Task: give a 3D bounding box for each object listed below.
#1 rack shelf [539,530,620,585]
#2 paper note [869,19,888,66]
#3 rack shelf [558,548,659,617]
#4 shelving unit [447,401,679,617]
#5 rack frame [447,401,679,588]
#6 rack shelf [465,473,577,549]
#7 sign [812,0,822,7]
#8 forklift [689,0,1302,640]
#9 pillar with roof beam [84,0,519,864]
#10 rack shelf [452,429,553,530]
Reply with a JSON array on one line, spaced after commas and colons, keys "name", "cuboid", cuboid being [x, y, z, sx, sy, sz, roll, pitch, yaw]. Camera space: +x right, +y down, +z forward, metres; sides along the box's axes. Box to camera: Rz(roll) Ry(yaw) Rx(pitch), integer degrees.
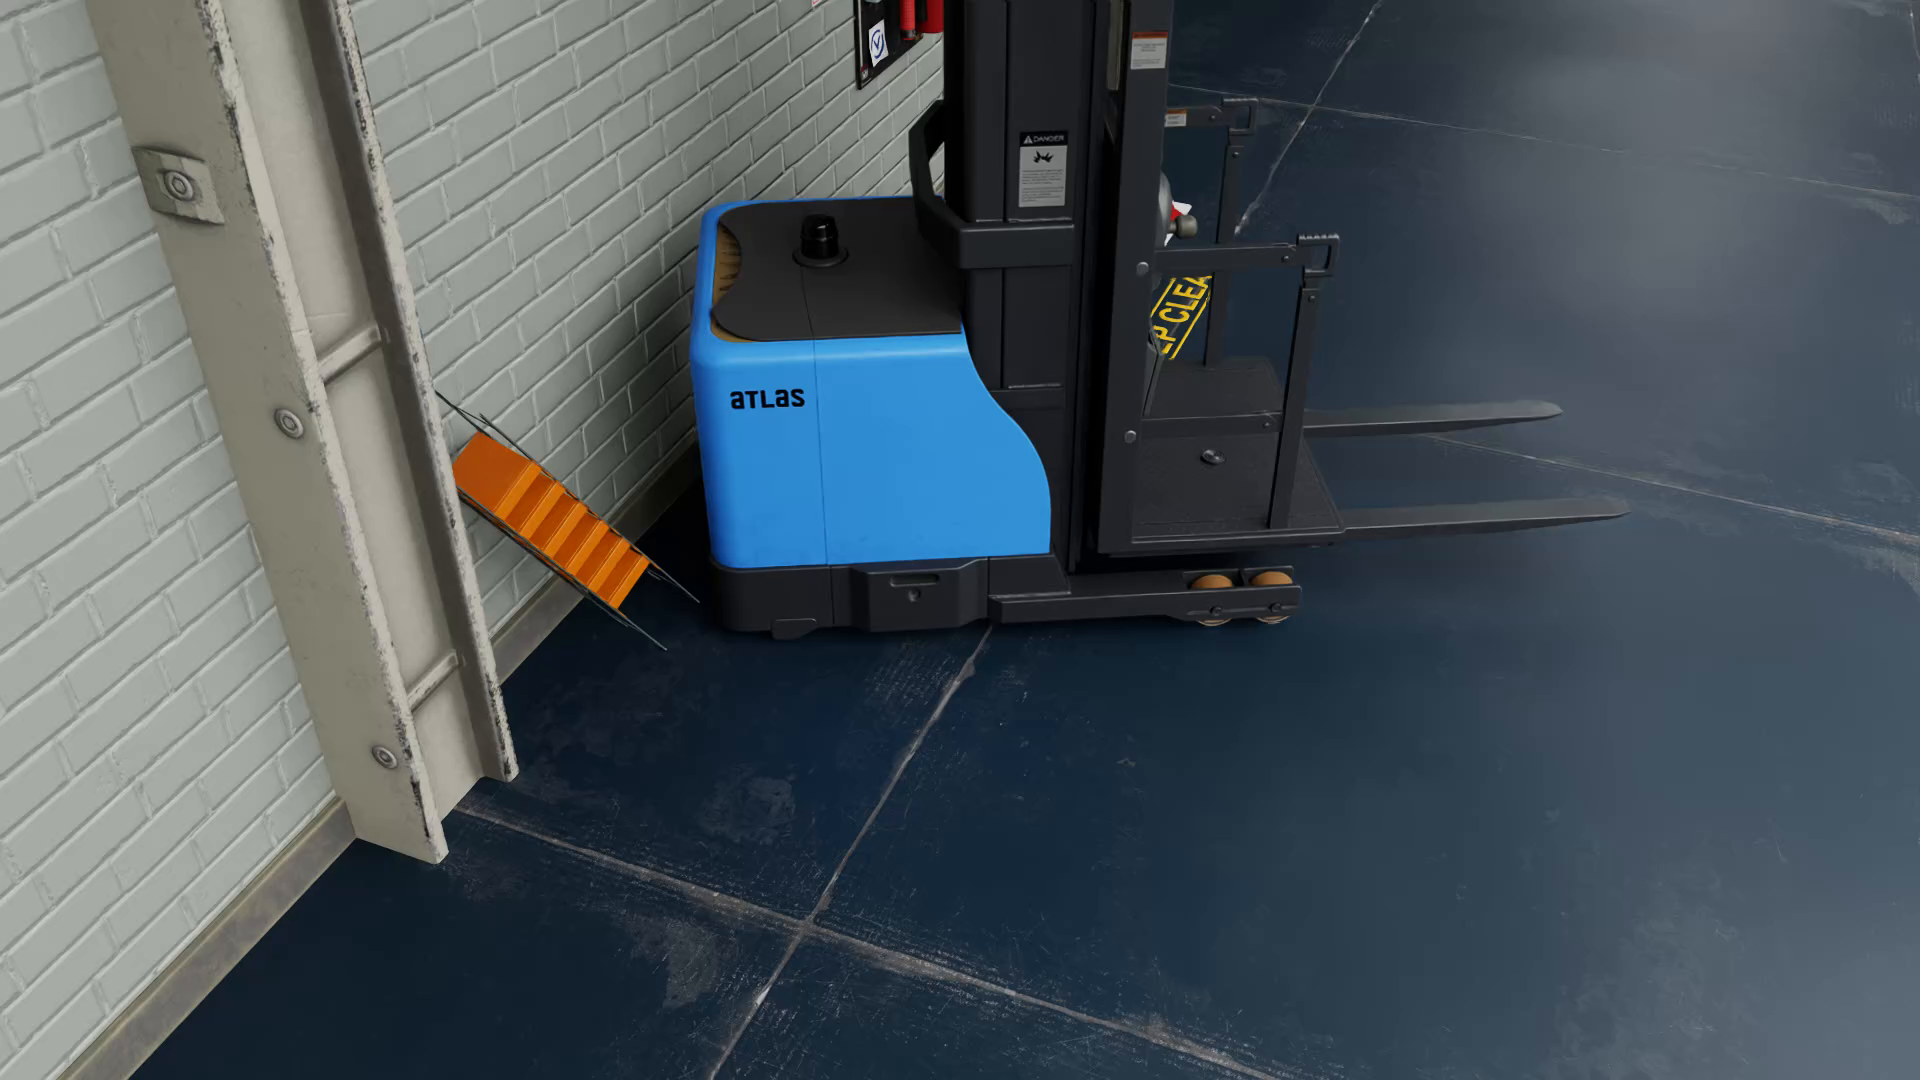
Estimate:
[{"name": "rack shelf", "cuboid": [-1.130, 0.029, 4.971, 0.221, 0.034, 0.171, 26, 76, 31]}, {"name": "paper note", "cuboid": [-0.324, -1.983, 6.633, 0.016, 0.148, 0.142, 14, 39, 18]}, {"name": "rack shelf", "cuboid": [-1.080, 0.093, 5.093, 0.258, 0.103, 0.180, 26, 76, 31]}, {"name": "shelving unit", "cuboid": [-1.175, -0.032, 4.856, 0.258, 1.046, 0.183, 26, 76, 31]}, {"name": "rack frame", "cuboid": [-1.126, -0.105, 4.874, 0.228, 1.046, 0.002, 26, 76, 31]}, {"name": "rack shelf", "cuboid": [-1.242, -0.116, 4.693, 0.258, 0.103, 0.180, 26, 76, 31]}, {"name": "sign", "cuboid": [7.911, -5.353, 10.324, 11.513, 0.391, 16.451, 14, 39, 18]}, {"name": "forklift", "cuboid": [0.687, -1.211, 4.923, 3.031, 2.935, 1.130, -3, 37, -4]}, {"name": "pillar with roof beam", "cuboid": [2.481, -1.878, 0.746, 9.100, 9.000, 0.400, 14, 39, 18]}, {"name": "rack shelf", "cuboid": [-1.283, -0.168, 4.593, 0.258, 0.103, 0.180, 26, 76, 31]}]
